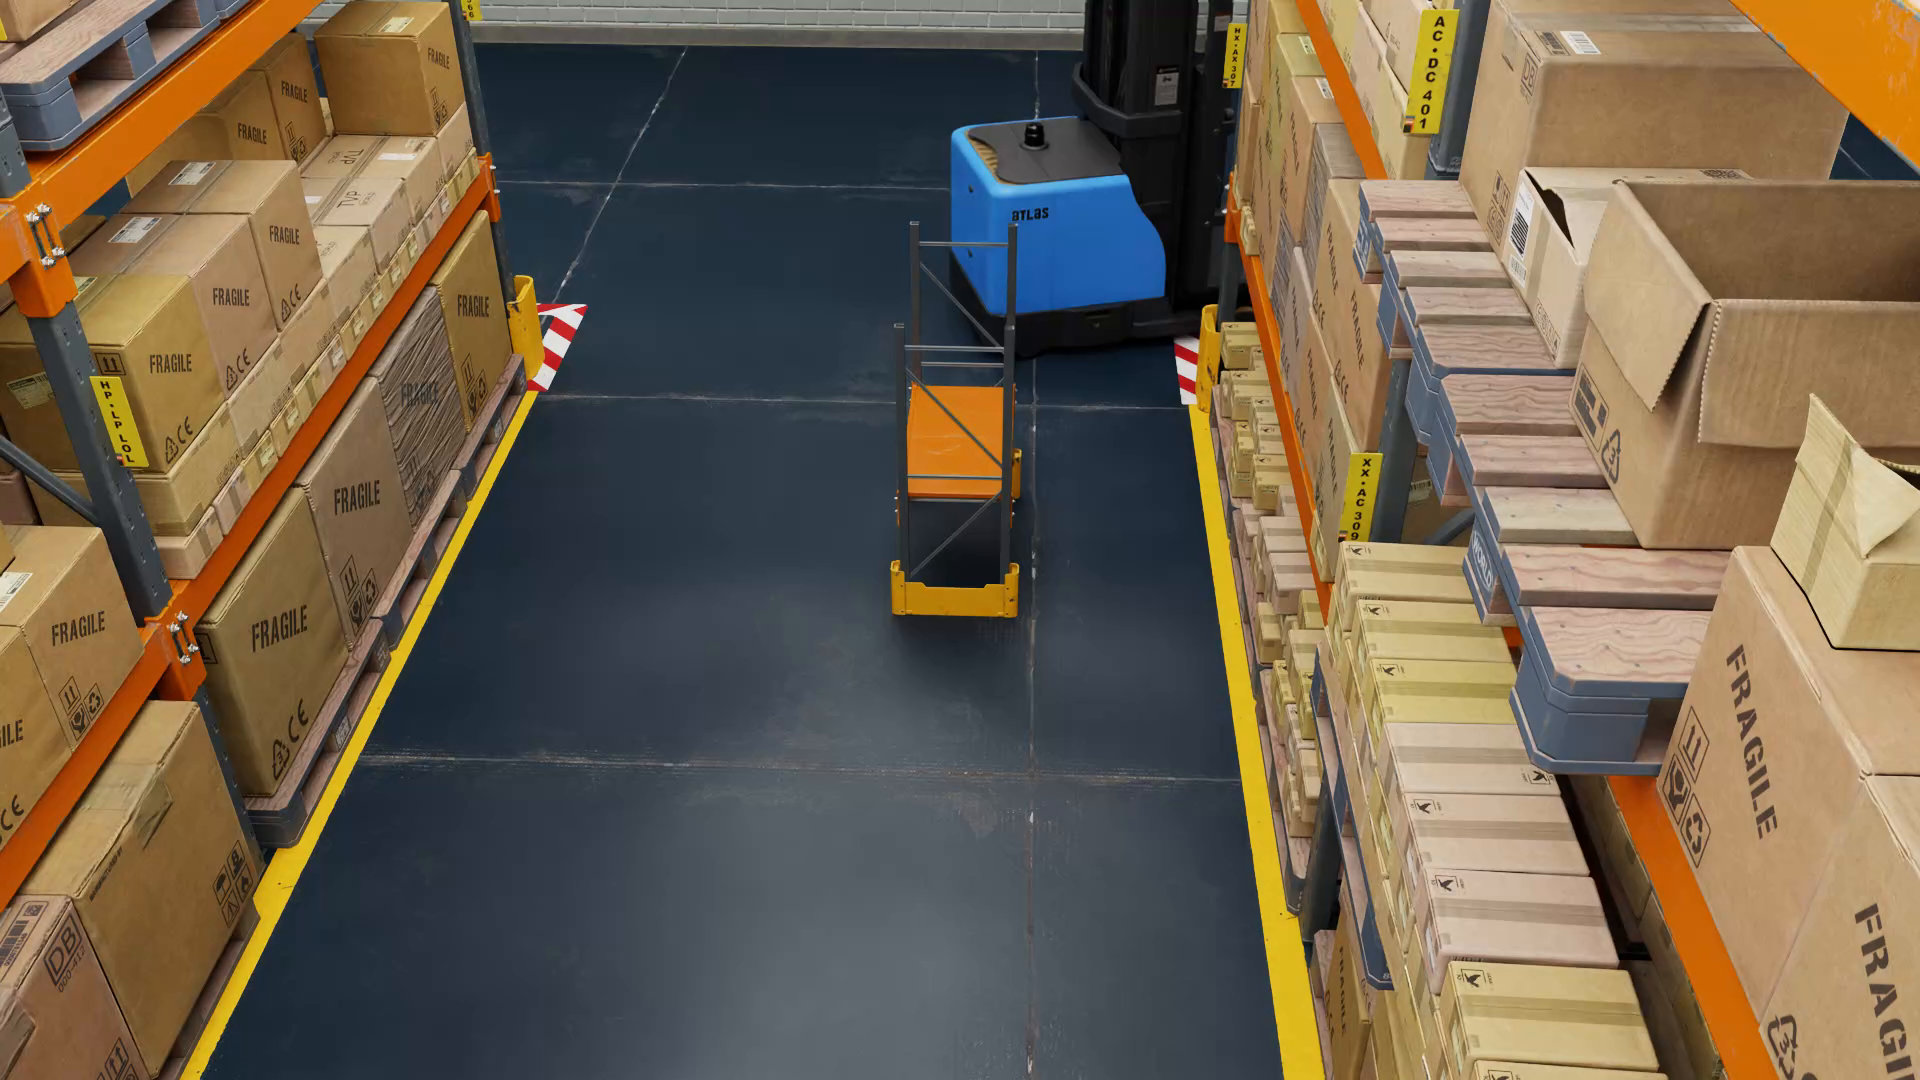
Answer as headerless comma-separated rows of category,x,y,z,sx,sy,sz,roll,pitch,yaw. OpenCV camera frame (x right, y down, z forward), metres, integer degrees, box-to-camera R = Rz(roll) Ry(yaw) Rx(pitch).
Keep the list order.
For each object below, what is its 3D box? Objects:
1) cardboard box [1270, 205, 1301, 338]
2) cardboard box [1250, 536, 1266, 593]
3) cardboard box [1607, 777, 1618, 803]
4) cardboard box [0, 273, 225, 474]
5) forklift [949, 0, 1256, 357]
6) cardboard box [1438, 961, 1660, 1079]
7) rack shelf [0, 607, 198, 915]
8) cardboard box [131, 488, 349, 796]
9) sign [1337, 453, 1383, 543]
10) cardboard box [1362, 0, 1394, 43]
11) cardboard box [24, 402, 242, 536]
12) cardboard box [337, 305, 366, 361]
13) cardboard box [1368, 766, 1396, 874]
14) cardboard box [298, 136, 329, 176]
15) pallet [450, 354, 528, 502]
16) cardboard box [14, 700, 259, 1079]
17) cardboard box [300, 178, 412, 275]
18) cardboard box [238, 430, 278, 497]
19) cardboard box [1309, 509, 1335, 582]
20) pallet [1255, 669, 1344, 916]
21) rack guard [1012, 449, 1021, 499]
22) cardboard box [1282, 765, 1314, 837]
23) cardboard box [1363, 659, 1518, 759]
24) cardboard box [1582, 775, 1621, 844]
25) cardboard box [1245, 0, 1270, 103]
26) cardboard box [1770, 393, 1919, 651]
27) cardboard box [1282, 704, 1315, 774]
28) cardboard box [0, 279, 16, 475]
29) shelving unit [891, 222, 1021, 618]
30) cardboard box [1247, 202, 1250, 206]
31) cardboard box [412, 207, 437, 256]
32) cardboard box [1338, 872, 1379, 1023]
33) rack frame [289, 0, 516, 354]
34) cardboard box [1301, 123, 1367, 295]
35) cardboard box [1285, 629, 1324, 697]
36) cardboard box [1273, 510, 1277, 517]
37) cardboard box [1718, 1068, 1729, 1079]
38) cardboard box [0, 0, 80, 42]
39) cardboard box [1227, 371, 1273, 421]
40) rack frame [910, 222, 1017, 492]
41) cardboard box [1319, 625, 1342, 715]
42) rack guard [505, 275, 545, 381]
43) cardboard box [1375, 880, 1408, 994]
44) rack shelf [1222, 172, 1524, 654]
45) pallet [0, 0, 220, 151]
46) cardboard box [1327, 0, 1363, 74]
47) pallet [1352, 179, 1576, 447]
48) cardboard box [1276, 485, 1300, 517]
cardboard box,1.588,-1.090,6.846,0.500,0.500,0.500,0,35,1
cardboard box,1.535,0.116,7.590,0.380,0.149,0.250,1,35,2
cardboard box,1.923,0.574,4.420,0.380,0.149,0.250,3,35,4
cardboard box,-2.914,-0.572,5.674,0.500,0.500,0.500,1,35,2
forklift,1.506,-2.722,9.573,3.031,2.935,1.130,-9,36,-12
cardboard box,1.230,1.038,3.500,0.380,0.149,0.250,2,35,3
rack shelf,-3.269,1.508,4.121,1.077,0.370,4.000,1,35,2
cardboard box,-3.082,0.385,6.576,0.875,0.875,0.875,1,35,2
sign,1.221,-0.125,5.066,0.100,0.325,0.005,1,35,2
cardboard box,1.561,-1.703,5.151,0.500,0.250,0.500,0,35,0
cardboard box,-2.908,-0.260,5.882,0.500,0.250,0.500,1,35,1
cardboard box,-2.783,-0.890,7.127,0.380,0.149,0.250,0,35,1
cardboard box,1.260,0.709,4.227,0.380,0.149,0.250,0,35,0
cardboard box,-3.331,-1.725,7.968,0.500,0.250,0.500,1,35,1
pallet,-2.982,-0.631,8.965,1.003,0.211,1.213,1,35,2
cardboard box,-3.194,1.130,5.516,1.225,0.875,0.875,1,35,2
cardboard box,-2.823,-1.425,7.541,0.500,0.250,0.500,0,35,0
cardboard box,-2.824,-0.297,6.283,0.380,0.149,0.250,2,35,3
cardboard box,1.443,0.020,5.831,0.380,0.149,0.250,0,35,1
pallet,1.755,0.991,6.656,1.003,0.211,1.213,1,35,2
rack guard,0.017,-0.345,8.523,0.587,0.250,0.087,1,35,2
cardboard box,1.439,0.999,6.334,0.380,0.149,0.250,2,35,2
cardboard box,1.270,0.448,4.340,0.380,0.149,0.250,2,35,2
cardboard box,1.924,0.693,4.508,0.380,0.149,0.250,1,35,2
cardboard box,1.641,-2.381,7.814,0.500,0.500,0.500,1,35,2
cardboard box,1.391,-0.024,2.314,0.396,0.266,0.258,1,35,2
cardboard box,1.457,0.766,6.407,0.380,0.149,0.250,0,35,0
cardboard box,-3.437,-0.573,5.676,0.500,0.500,0.500,2,35,3
shelving unit,-0.003,-0.570,7.756,0.587,1.500,1.083,1,35,2
cardboard box,1.615,-1.632,8.182,0.380,0.149,0.250,3,35,4
cardboard box,-2.744,-1.481,7.967,0.380,0.149,0.250,2,35,3
cardboard box,1.470,1.200,5.091,0.500,0.250,0.500,0,35,0
rack frame,-3.028,-2.233,8.819,1.000,3.000,0.127,1,35,2
cardboard box,1.562,-1.202,6.136,0.500,0.500,0.500,2,35,3
cardboard box,1.491,0.487,6.545,0.380,0.149,0.250,1,35,1
cardboard box,1.654,-0.138,7.693,0.380,0.149,0.250,3,35,4
cardboard box,1.886,1.303,3.641,0.380,0.149,0.250,0,35,0
cardboard box,-3.217,-1.867,5.150,0.700,0.500,0.500,-1,35,-1
cardboard box,1.535,-0.714,8.253,0.380,0.149,0.250,1,35,2
rack frame,0.017,-0.857,8.165,0.500,1.500,0.032,1,35,2
cardboard box,1.288,0.384,4.948,0.380,0.149,0.250,0,35,0
rack guard,-3.027,-1.225,9.558,1.175,0.500,0.348,1,35,2
cardboard box,1.248,0.977,4.104,0.380,0.149,0.250,0,35,0
rack shelf,1.844,-0.617,7.145,1.077,0.370,4.000,1,35,2
pallet,-3.145,-1.596,5.381,1.003,0.211,1.213,1,35,2
cardboard box,1.565,-1.795,5.717,0.500,0.250,0.500,1,35,1
pallet,1.632,-0.561,3.994,1.213,0.211,1.003,1,35,2
cardboard box,1.616,-0.113,7.399,0.380,0.149,0.250,1,35,2
